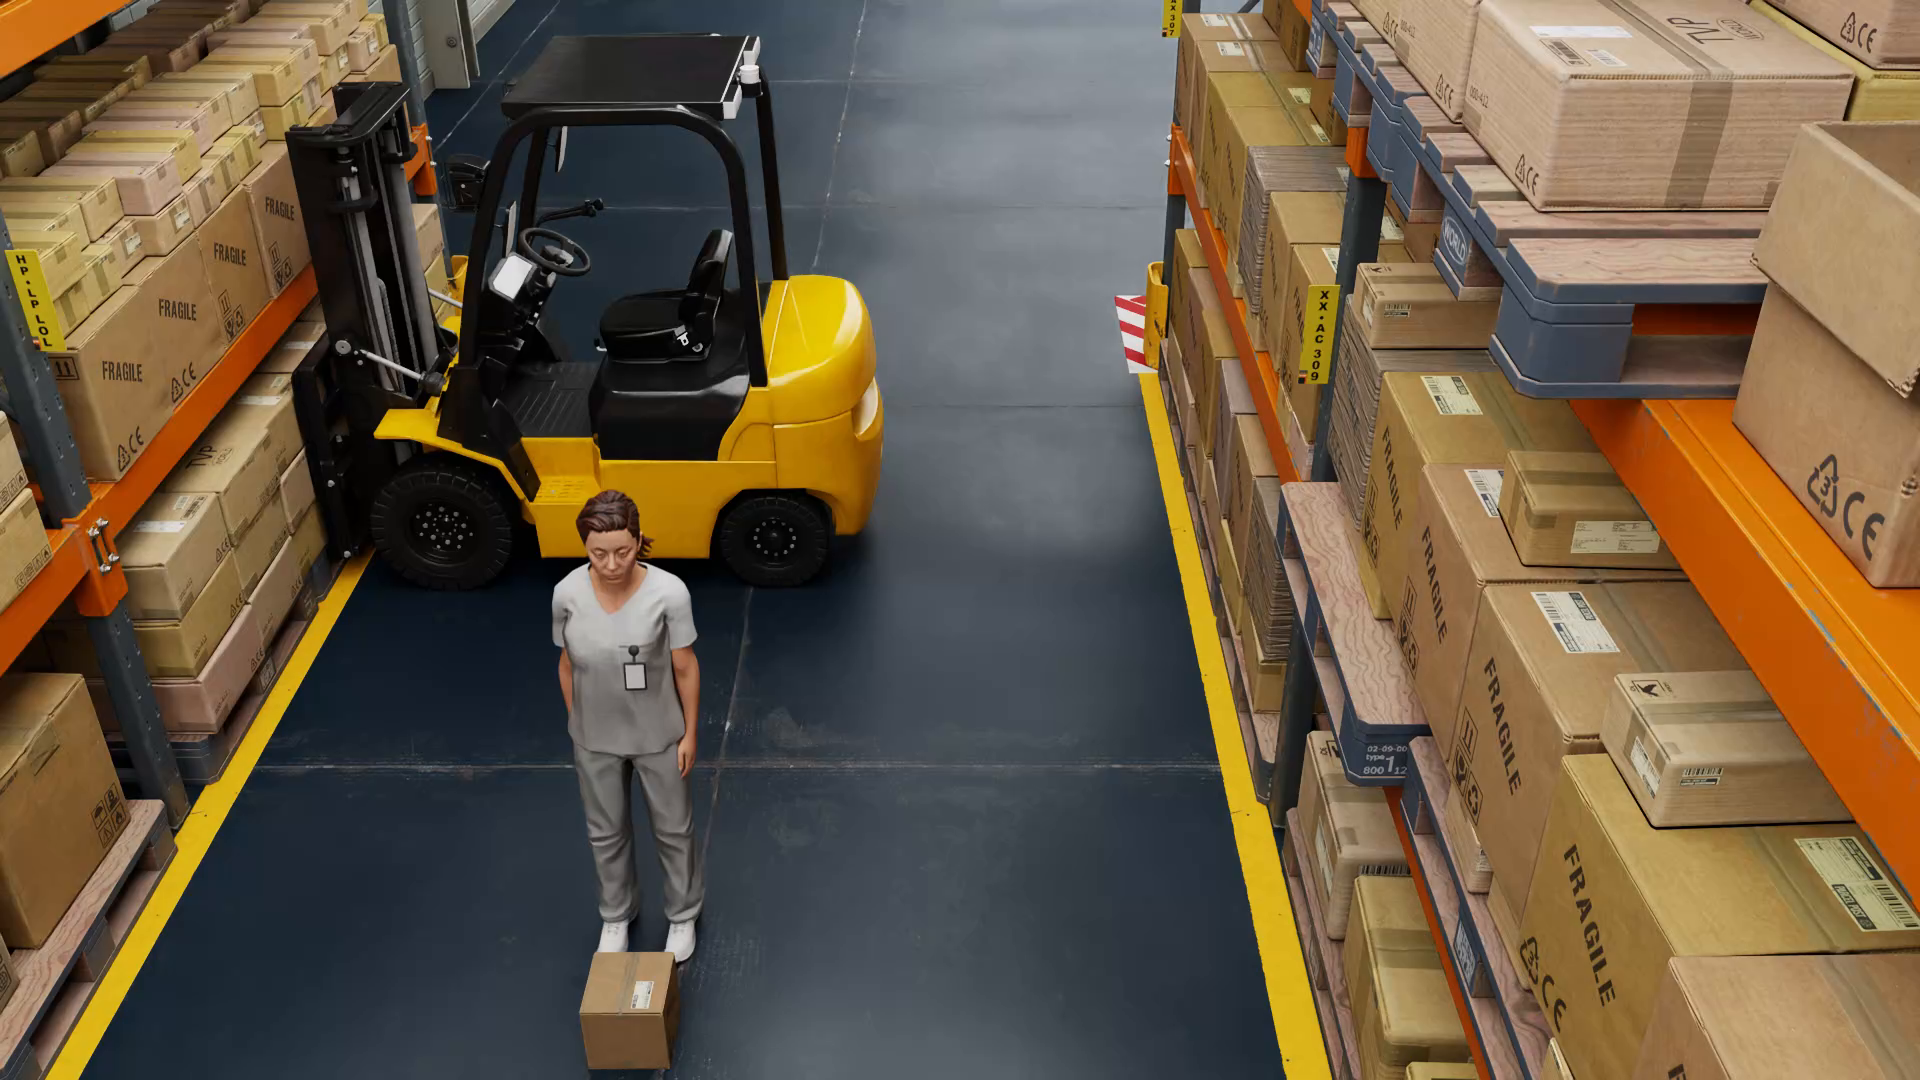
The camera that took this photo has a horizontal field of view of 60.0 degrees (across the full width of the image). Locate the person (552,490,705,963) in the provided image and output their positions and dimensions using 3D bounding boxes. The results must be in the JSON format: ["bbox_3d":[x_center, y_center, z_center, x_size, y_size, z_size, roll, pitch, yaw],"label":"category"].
[{"bbox_3d":[-1.011,0.597,5.170,0.436,1.676,0.375,1,32,1],"label":"person"}]
